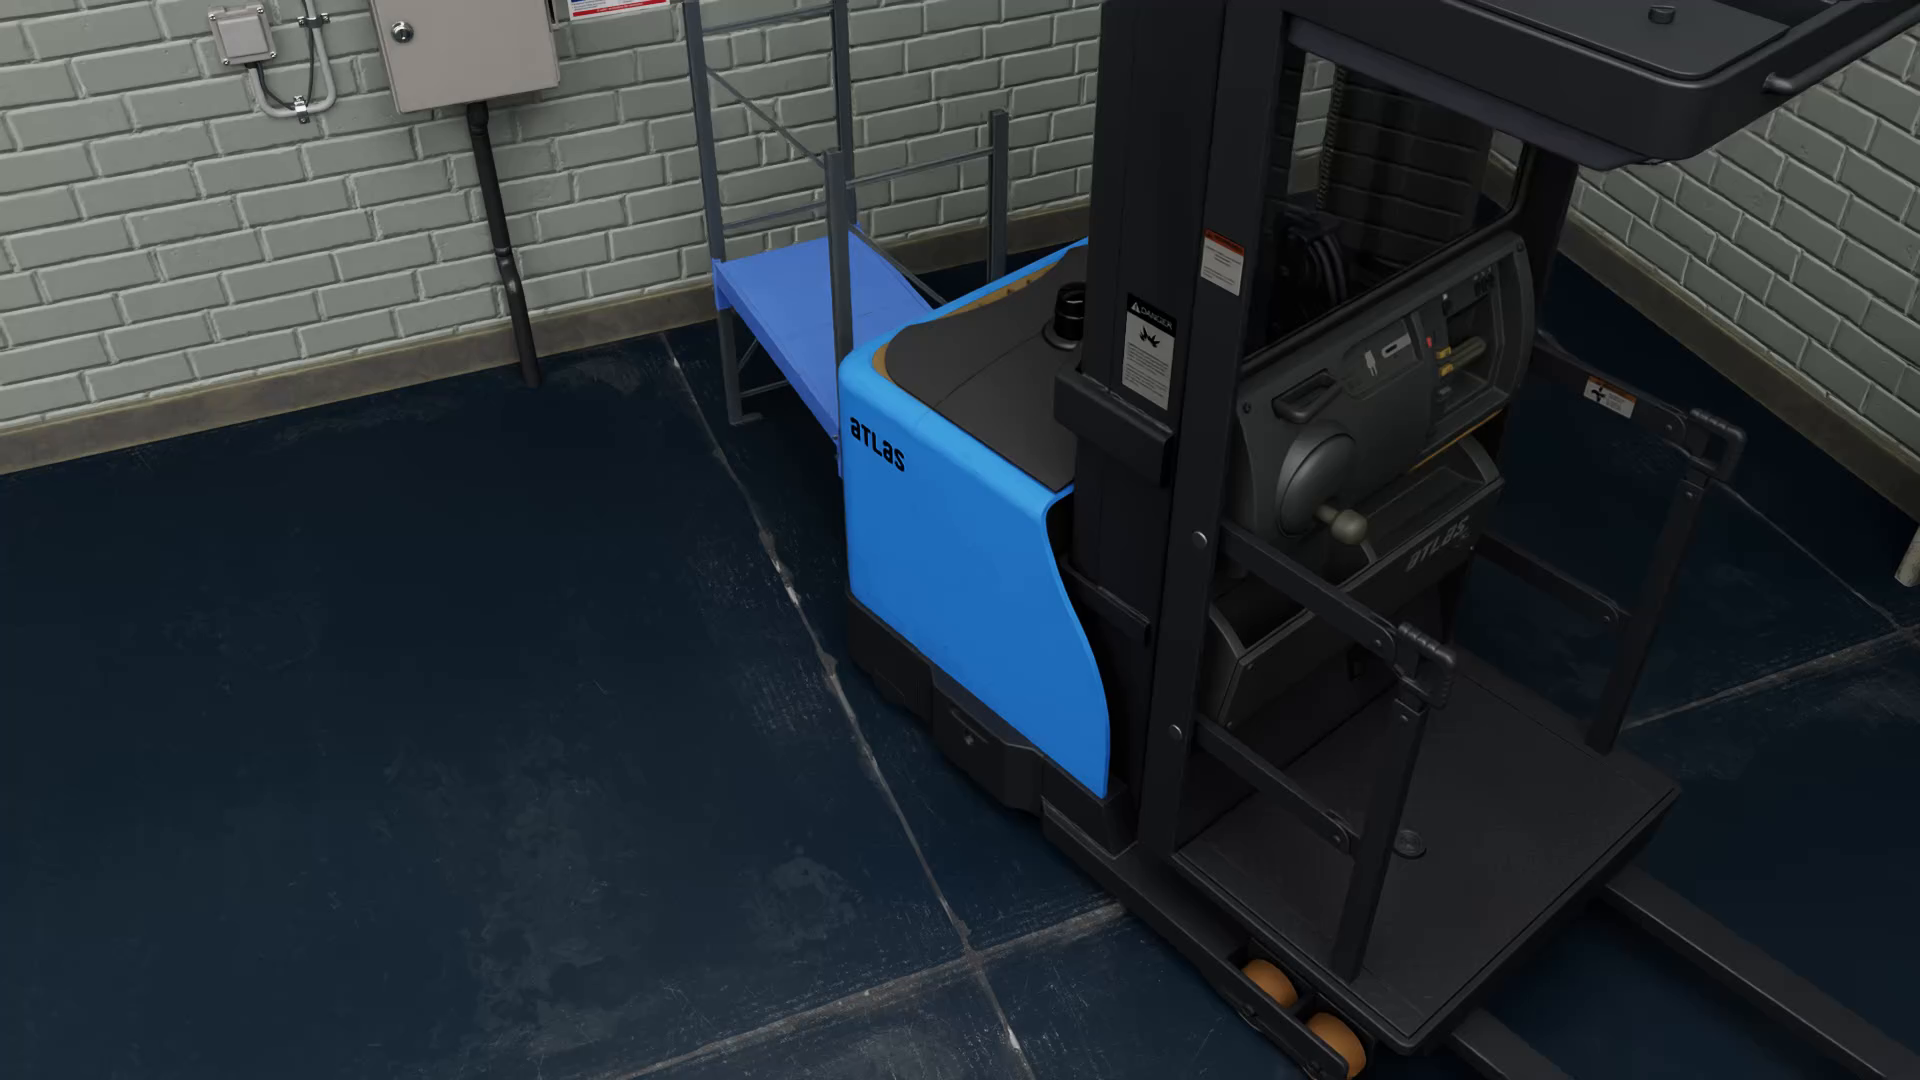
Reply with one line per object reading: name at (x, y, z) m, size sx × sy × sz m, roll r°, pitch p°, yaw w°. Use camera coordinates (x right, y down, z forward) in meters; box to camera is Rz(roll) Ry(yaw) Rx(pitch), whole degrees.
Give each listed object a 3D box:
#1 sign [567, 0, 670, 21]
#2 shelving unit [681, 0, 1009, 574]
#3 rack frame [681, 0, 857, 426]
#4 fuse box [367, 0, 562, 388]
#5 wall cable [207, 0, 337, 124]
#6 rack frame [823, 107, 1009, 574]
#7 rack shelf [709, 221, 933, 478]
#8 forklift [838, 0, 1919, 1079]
sign at (-1.100, -1.896, 5.227) m, size 0.329 × 0.494 × 0.001 m, roll -15°, pitch 43°, yaw -17°
shelving unit at (-0.336, -0.746, 4.967) m, size 0.538 × 1.500 × 1.048 m, roll -18°, pitch 44°, yaw -20°
rack frame at (-0.567, -1.041, 5.310) m, size 0.500 × 1.500 × 0.032 m, roll -18°, pitch 44°, yaw -20°
fuse box at (-1.477, -1.195, 5.327) m, size 0.539 × 1.711 × 0.414 m, roll -15°, pitch 43°, yaw -17°
wall cable at (-2.168, -1.994, 4.488) m, size 0.588 × 1.984 × 0.122 m, roll -15°, pitch 43°, yaw -17°
rack frame at (-0.105, -0.450, 4.624) m, size 0.500 × 1.500 × 0.032 m, roll -18°, pitch 44°, yaw -20°
rack shelf at (-0.336, -0.609, 5.084) m, size 0.538 × 0.185 × 1.000 m, roll -18°, pitch 44°, yaw -20°
forklift at (1.028, -0.243, 3.285) m, size 1.130 × 2.935 × 3.031 m, roll -30°, pitch 49°, yaw -30°
